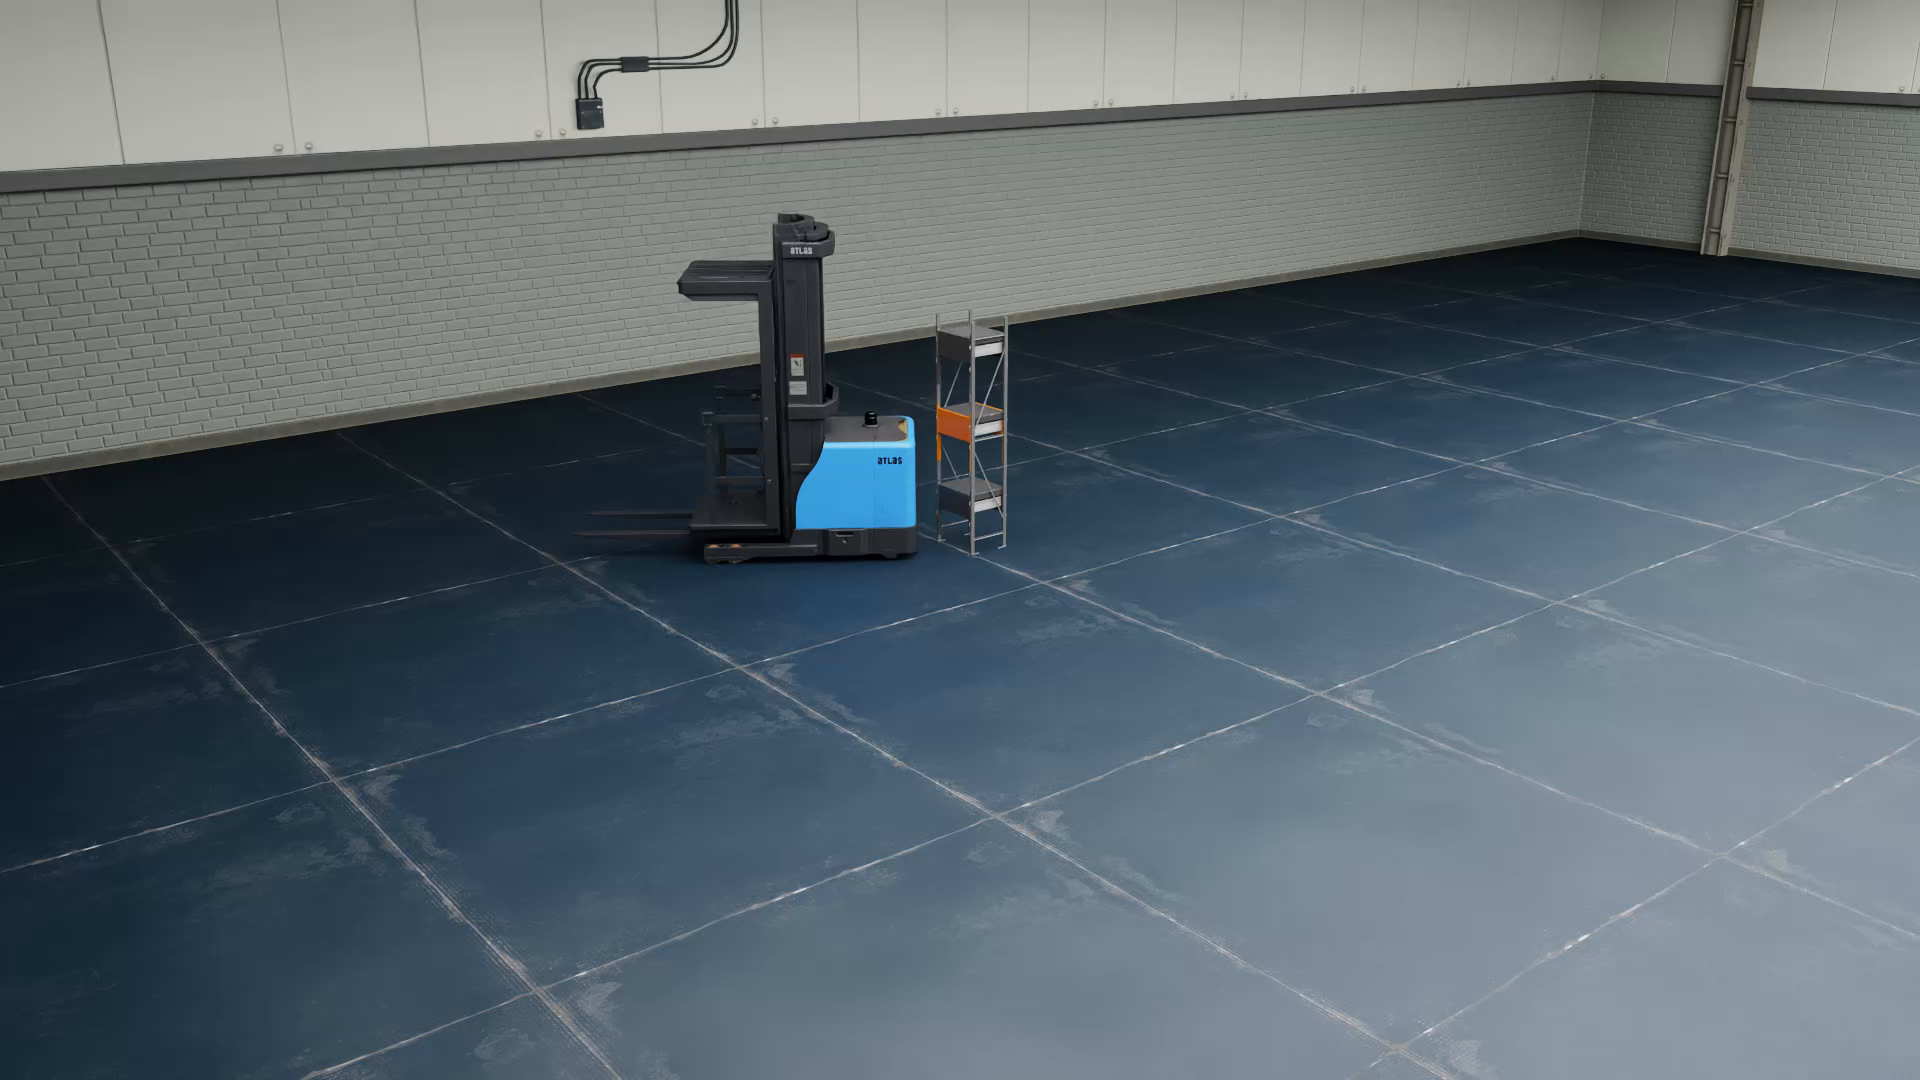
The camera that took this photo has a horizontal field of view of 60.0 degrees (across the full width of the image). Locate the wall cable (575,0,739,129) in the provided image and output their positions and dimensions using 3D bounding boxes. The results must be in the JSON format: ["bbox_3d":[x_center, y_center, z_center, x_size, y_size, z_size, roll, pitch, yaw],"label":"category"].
[{"bbox_3d":[-3.666,-8.015,19.730,2.305,6.003,0.169,-14,23,-36],"label":"wall cable"}]

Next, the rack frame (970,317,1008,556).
[{"bbox_3d":[0.254,-0.896,14.615,0.400,2.100,0.015,-14,23,-36],"label":"rack frame"}]

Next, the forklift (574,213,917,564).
[{"bbox_3d":[-1.910,-1.350,14.665,3.031,2.935,1.130,-1,18,-2],"label":"forklift"}]

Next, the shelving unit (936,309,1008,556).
[{"bbox_3d":[0.103,-0.956,14.797,0.431,2.100,0.503,-14,23,-36],"label":"shelving unit"}]

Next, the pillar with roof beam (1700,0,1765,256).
[{"bbox_3d":[10.992,-8.875,27.738,9.100,9.000,0.400,-14,23,-36],"label":"pillar with roof beam"}]

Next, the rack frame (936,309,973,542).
[{"bbox_3d":[-0.049,-1.016,14.978,0.400,2.100,0.015,-14,23,-36],"label":"rack frame"}]

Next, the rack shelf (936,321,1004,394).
[{"bbox_3d":[0.103,-1.608,14.581,0.431,0.518,0.480,-14,23,-36],"label":"rack shelf"}]

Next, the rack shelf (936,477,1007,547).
[{"bbox_3d":[0.103,-0.279,15.021,0.431,0.518,0.480,-14,23,-36],"label":"rack shelf"}]

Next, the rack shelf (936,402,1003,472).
[{"bbox_3d":[0.103,-0.943,14.801,0.431,0.518,0.480,-14,23,-36],"label":"rack shelf"}]
